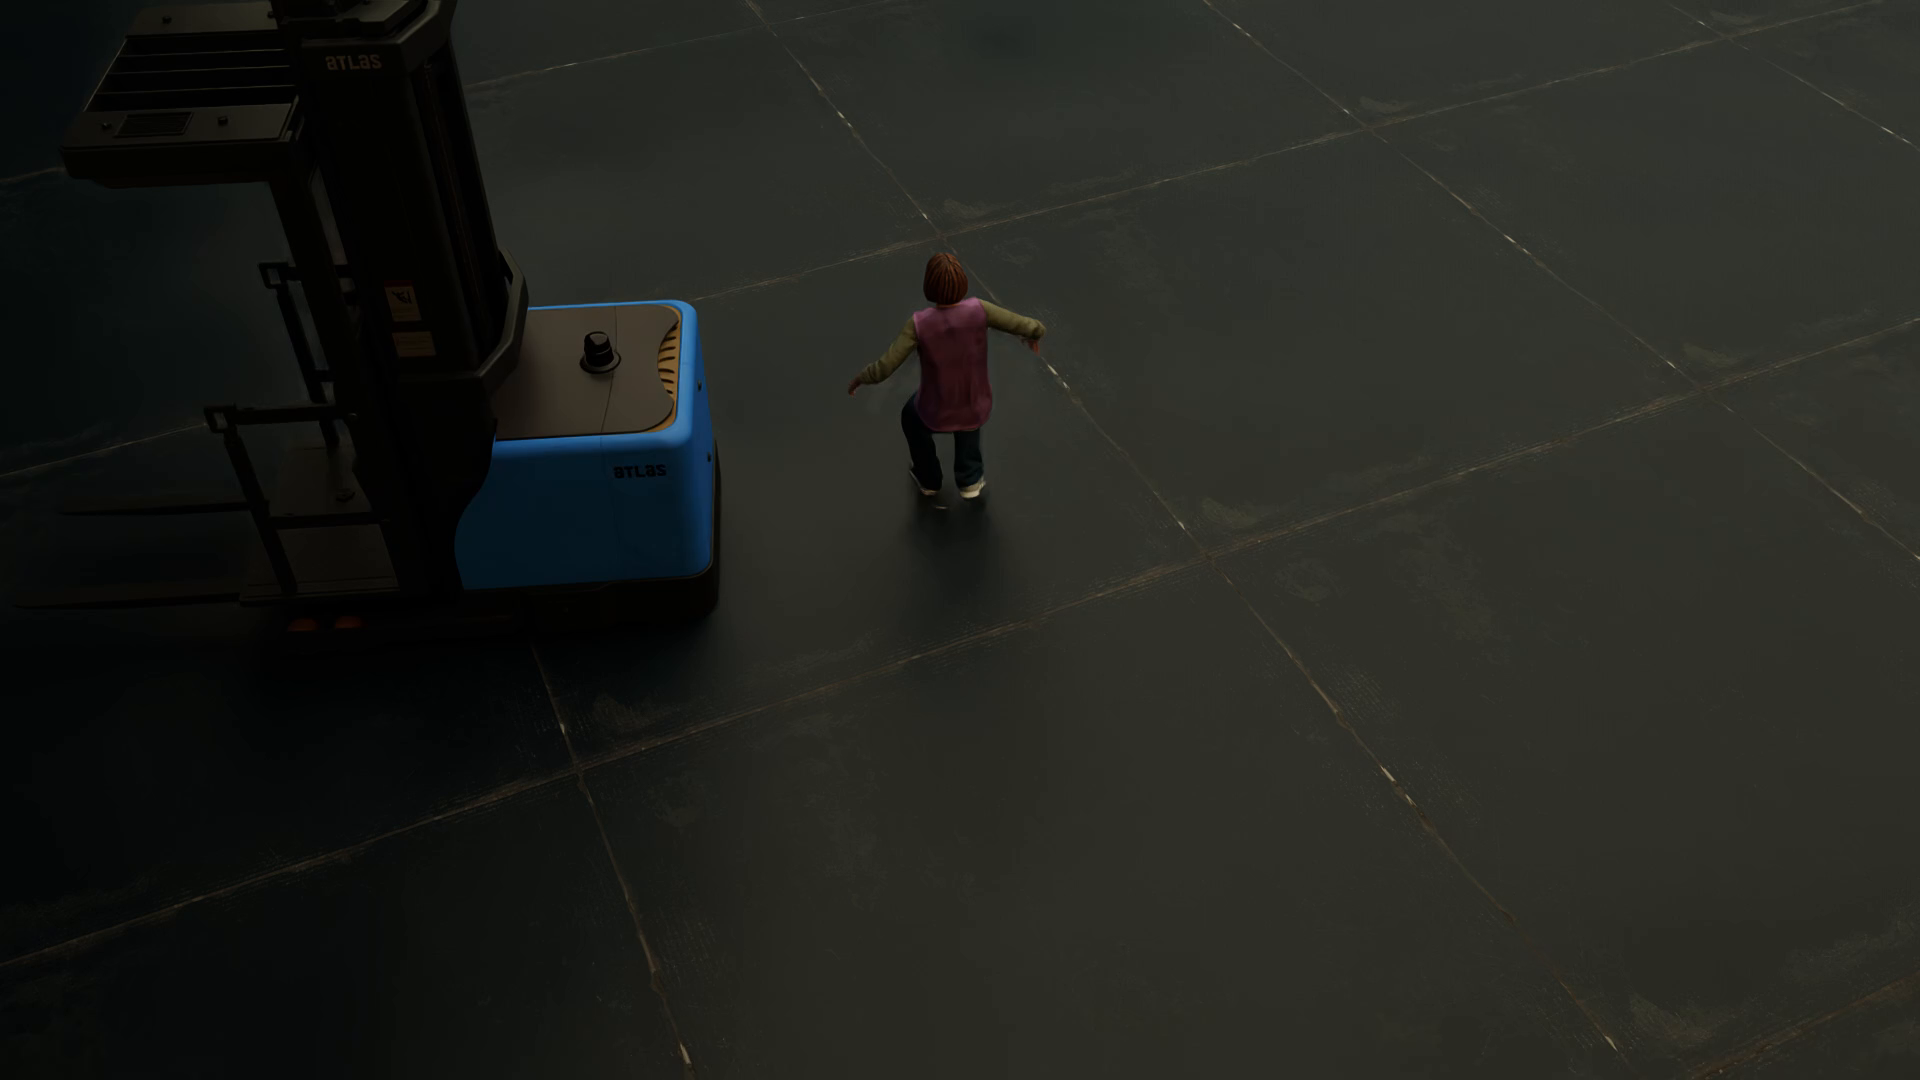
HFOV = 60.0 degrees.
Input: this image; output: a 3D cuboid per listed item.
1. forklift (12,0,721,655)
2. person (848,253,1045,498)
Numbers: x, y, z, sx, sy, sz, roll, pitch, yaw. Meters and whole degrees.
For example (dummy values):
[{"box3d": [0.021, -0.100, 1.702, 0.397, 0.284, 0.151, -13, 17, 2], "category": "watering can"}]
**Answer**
[{"box3d": [-2.629, -0.947, 6.695, 3.031, 2.935, 1.130, -4, 43, -4], "category": "forklift"}, {"box3d": [-0.079, -0.722, 7.501, 0.876, 1.487, 0.643, -7, 43, -7], "category": "person"}]
